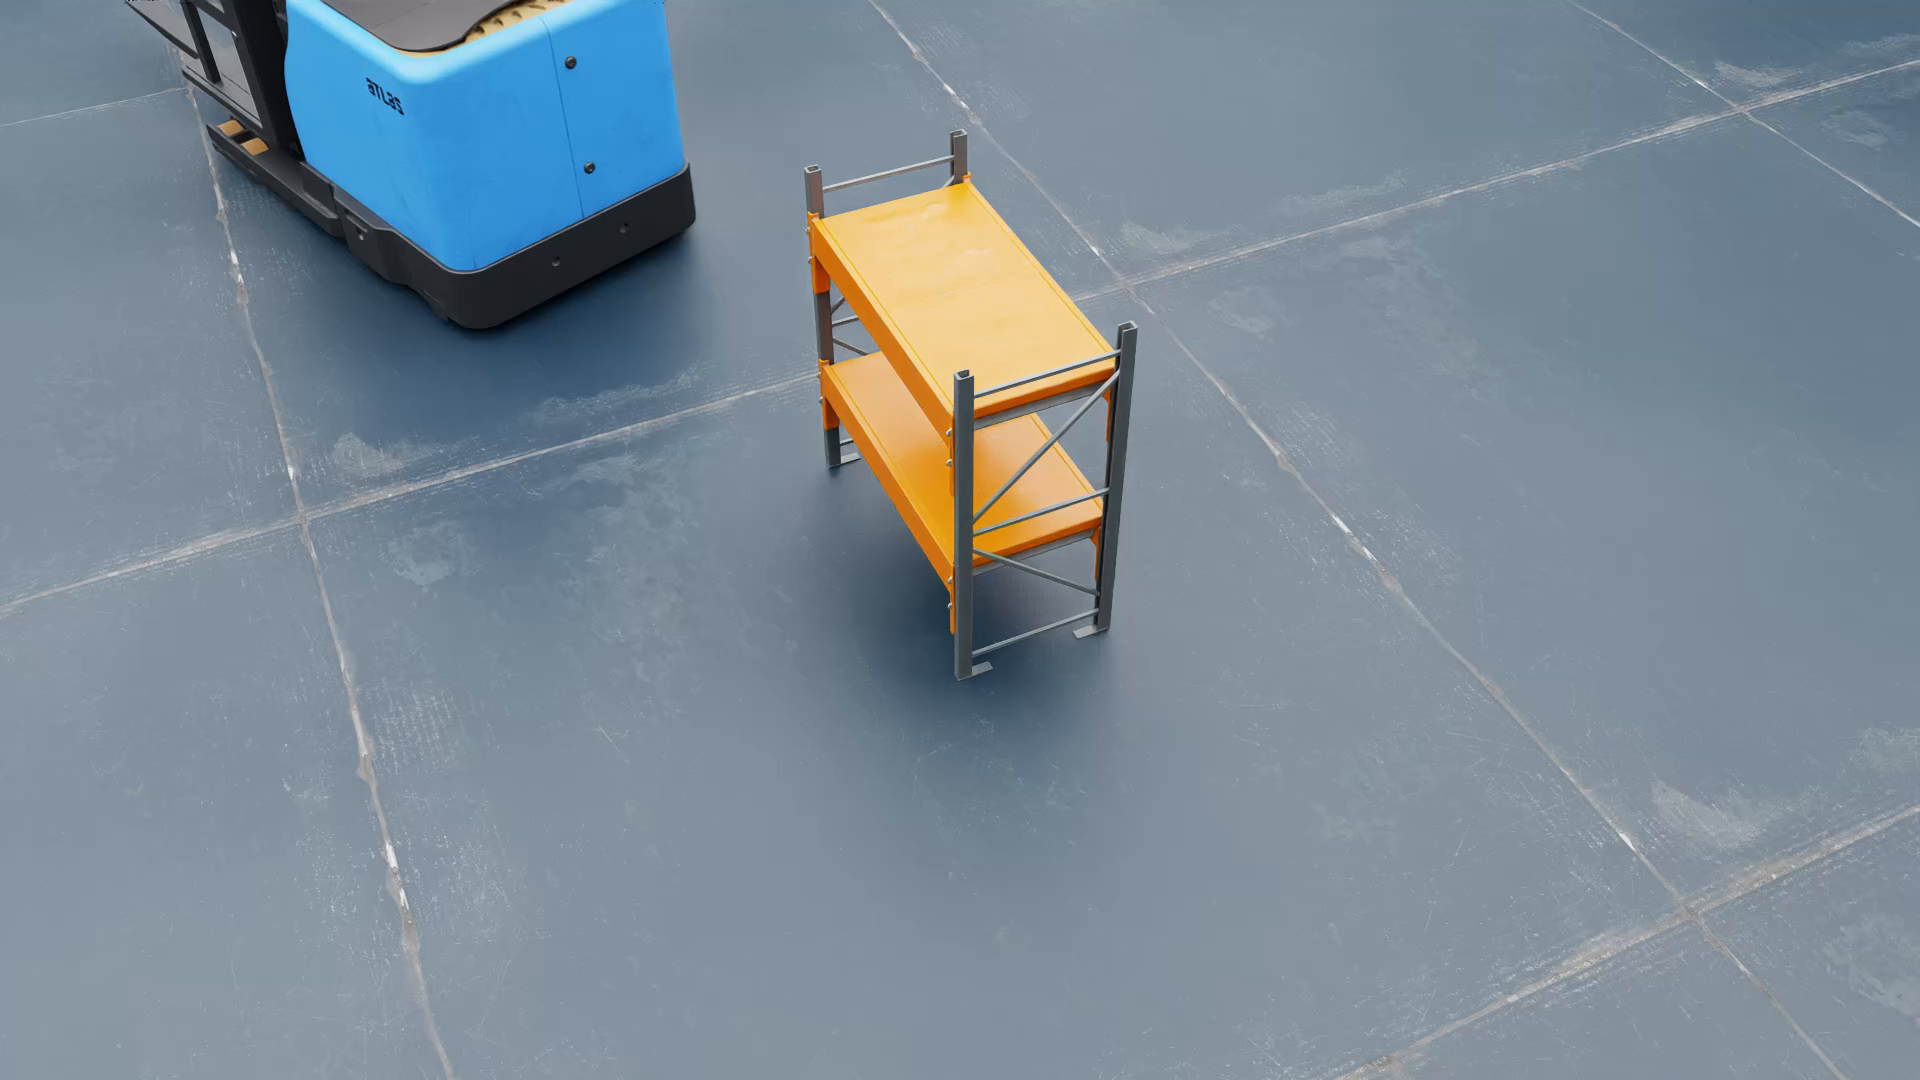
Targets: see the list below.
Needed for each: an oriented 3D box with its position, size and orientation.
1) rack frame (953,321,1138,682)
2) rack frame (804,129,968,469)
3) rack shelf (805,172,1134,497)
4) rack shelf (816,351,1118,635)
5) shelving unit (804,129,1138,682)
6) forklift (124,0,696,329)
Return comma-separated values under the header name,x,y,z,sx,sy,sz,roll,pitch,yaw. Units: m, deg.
name,x,y,z,sx,sy,sz,roll,pitch,yaw
rack frame,0.217,-0.072,4.522,0.500,1.125,0.032,-18,47,-17
rack frame,-0.211,-0.720,5.179,0.500,1.125,0.032,-18,47,-17
rack shelf,0.003,-0.604,4.645,0.538,0.278,1.000,-18,47,-17
rack shelf,0.003,-0.222,5.022,0.538,0.278,1.000,-18,47,-17
shelving unit,0.003,-0.396,4.851,0.538,1.125,1.048,-18,47,-17
forklift,-2.414,-2.722,5.922,3.031,2.935,1.130,35,54,30
